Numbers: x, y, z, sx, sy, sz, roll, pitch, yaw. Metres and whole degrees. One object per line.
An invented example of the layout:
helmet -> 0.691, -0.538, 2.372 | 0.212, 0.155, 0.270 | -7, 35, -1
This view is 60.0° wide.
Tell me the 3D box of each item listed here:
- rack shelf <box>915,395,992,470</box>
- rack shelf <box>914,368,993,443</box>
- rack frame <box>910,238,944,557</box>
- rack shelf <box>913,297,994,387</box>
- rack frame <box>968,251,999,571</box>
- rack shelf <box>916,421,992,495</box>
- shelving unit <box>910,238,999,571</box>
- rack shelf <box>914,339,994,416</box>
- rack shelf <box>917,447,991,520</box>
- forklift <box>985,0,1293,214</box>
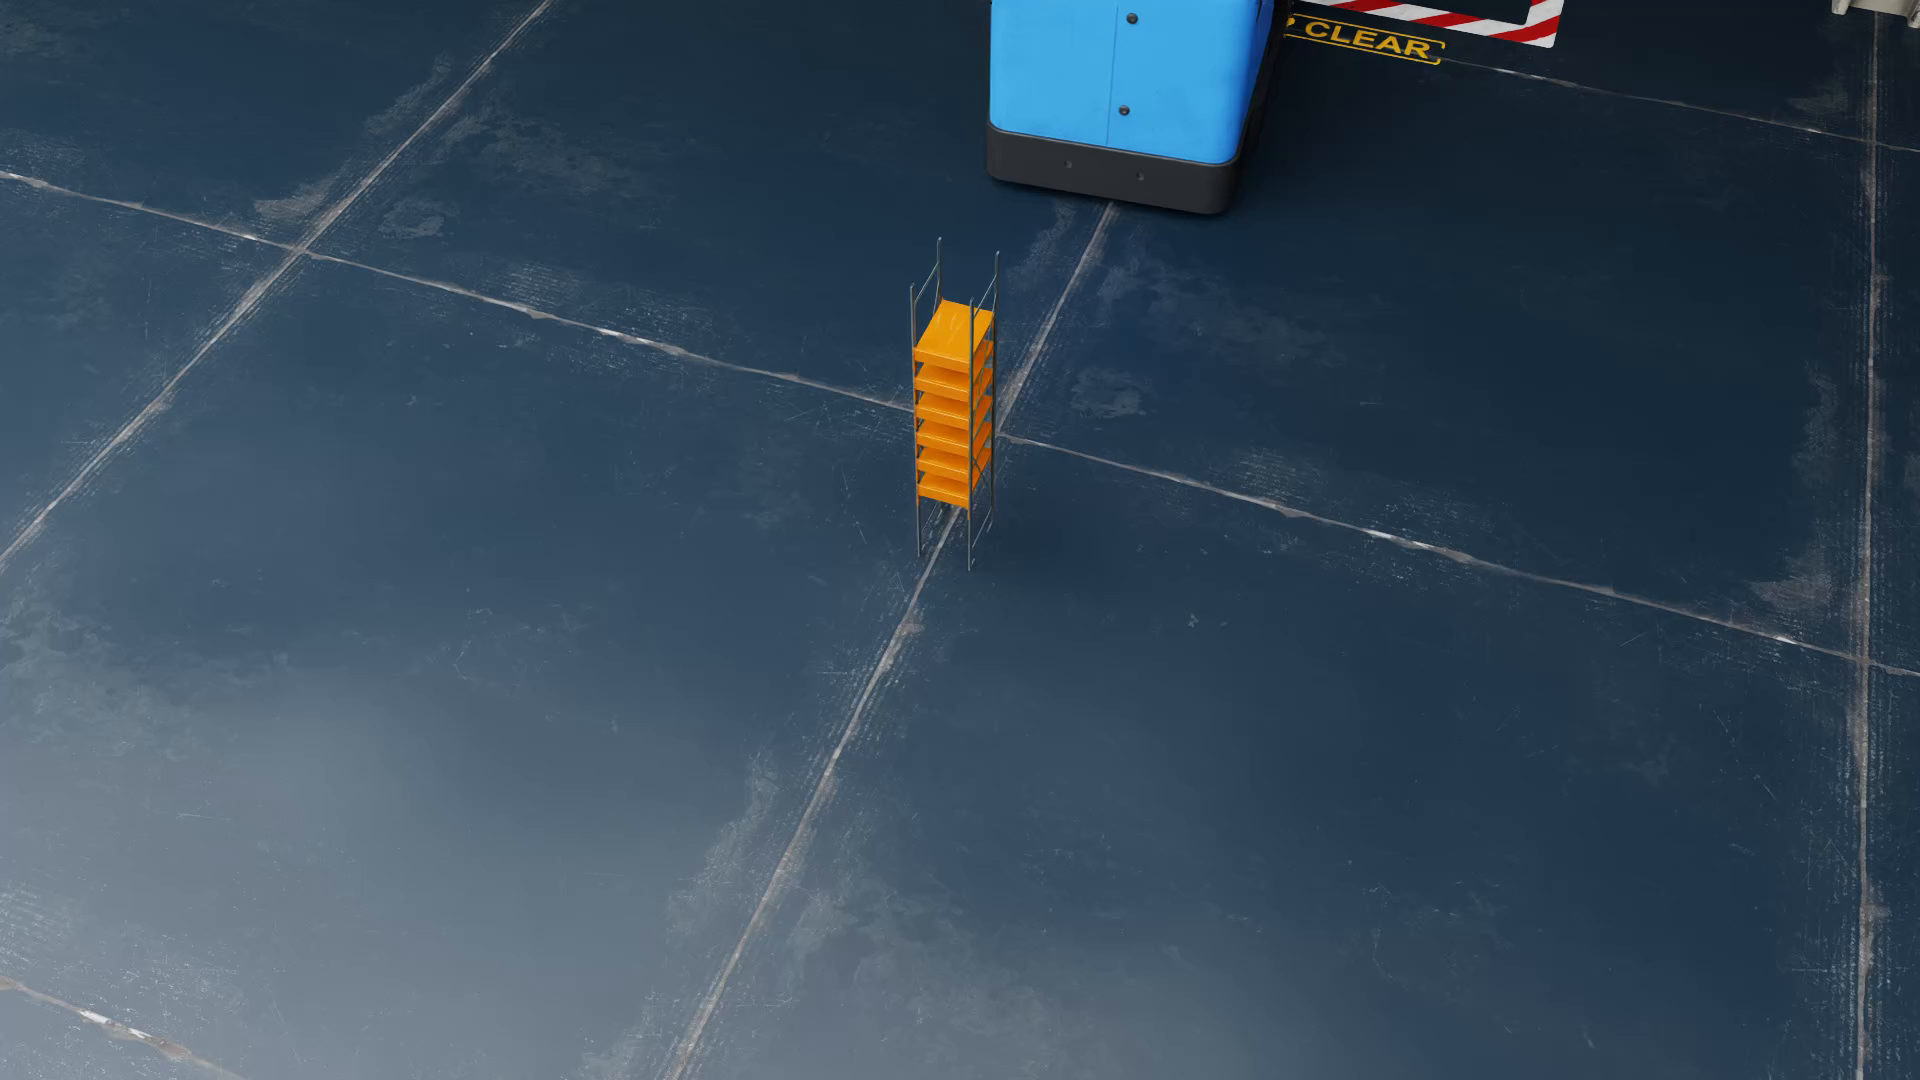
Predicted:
rack shelf -> -0.014, -0.368, 5.333 | 0.180, 0.103, 0.258 | 16, 51, 13
rack shelf -> -0.014, -0.446, 5.243 | 0.180, 0.103, 0.258 | 16, 51, 13
rack frame -> -0.099, -0.421, 5.321 | 0.006, 1.200, 0.240 | 16, 51, 13
rack shelf -> -0.014, -0.603, 5.061 | 0.180, 0.103, 0.258 | 16, 51, 13
rack frame -> 0.072, -0.373, 5.279 | 0.006, 1.200, 0.240 | 16, 51, 13
rack shelf -> -0.014, -0.289, 5.424 | 0.180, 0.103, 0.258 | 16, 51, 13
shelving unit -> -0.014, -0.397, 5.300 | 0.189, 1.200, 0.258 | 16, 51, 13
rack shelf -> -0.014, -0.525, 5.152 | 0.180, 0.103, 0.258 | 16, 51, 13
rack shelf -> -0.014, -0.210, 5.515 | 0.180, 0.103, 0.258 | 16, 51, 13
forklift -> 0.987, -3.436, 6.788 | 1.130, 2.935, 3.031 | 12, 50, 10
